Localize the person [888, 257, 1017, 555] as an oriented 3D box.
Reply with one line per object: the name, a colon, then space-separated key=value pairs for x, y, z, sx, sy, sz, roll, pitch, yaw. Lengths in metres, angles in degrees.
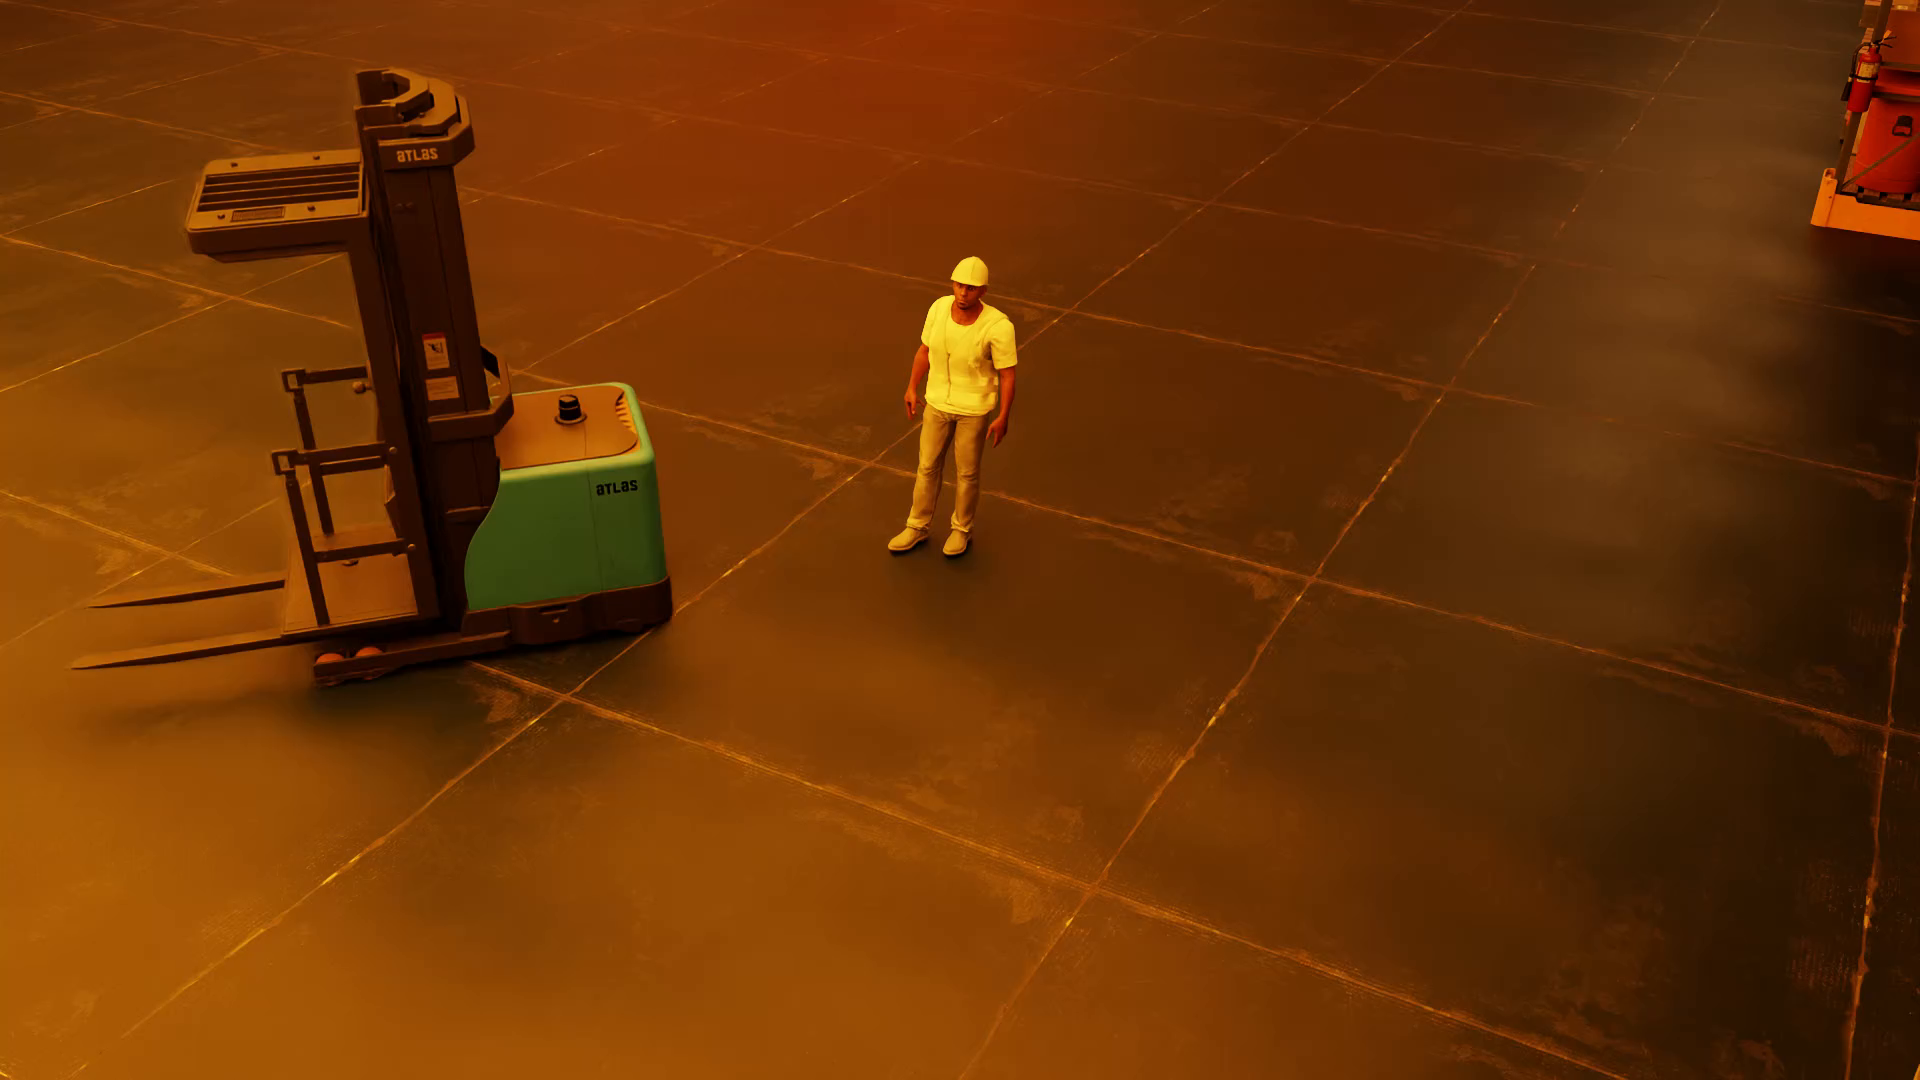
person: x=-0.038 y=-0.742 z=9.507 sx=0.666 sy=1.768 sz=0.575 roll=15 pitch=33 yaw=25

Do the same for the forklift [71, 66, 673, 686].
forklift: x=-3.158 y=-0.804 z=8.464 sx=3.031 sy=2.935 sz=1.130 roll=-9 pitch=31 yaw=-15
